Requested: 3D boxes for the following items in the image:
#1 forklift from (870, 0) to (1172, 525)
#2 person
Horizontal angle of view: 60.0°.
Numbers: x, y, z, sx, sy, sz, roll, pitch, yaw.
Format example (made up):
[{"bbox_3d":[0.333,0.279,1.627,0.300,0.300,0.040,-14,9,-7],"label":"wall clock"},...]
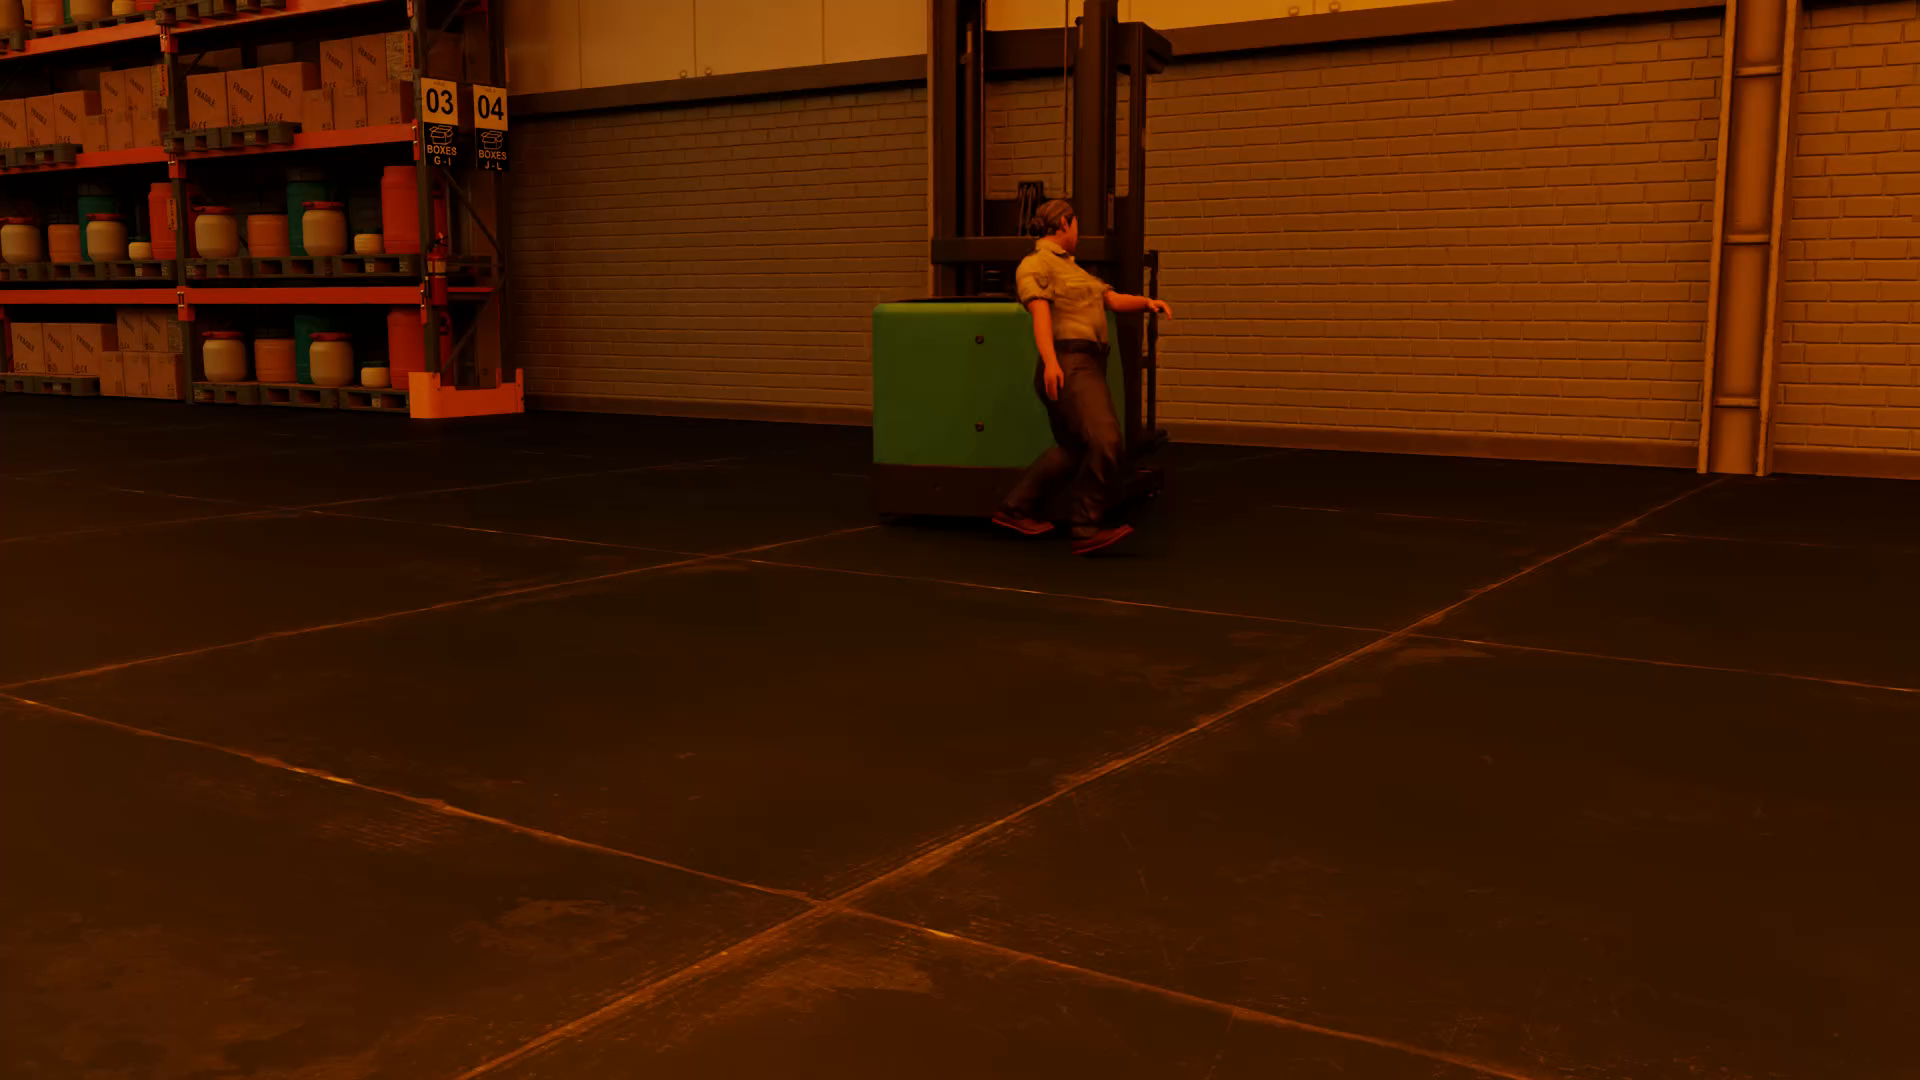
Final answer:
[{"bbox_3d":[0.519,-1.690,9.079,1.130,2.935,3.031,3,9,18],"label":"forklift"},{"bbox_3d":[0.493,-0.707,7.204,0.843,1.534,0.738,2,8,13],"label":"person"}]
